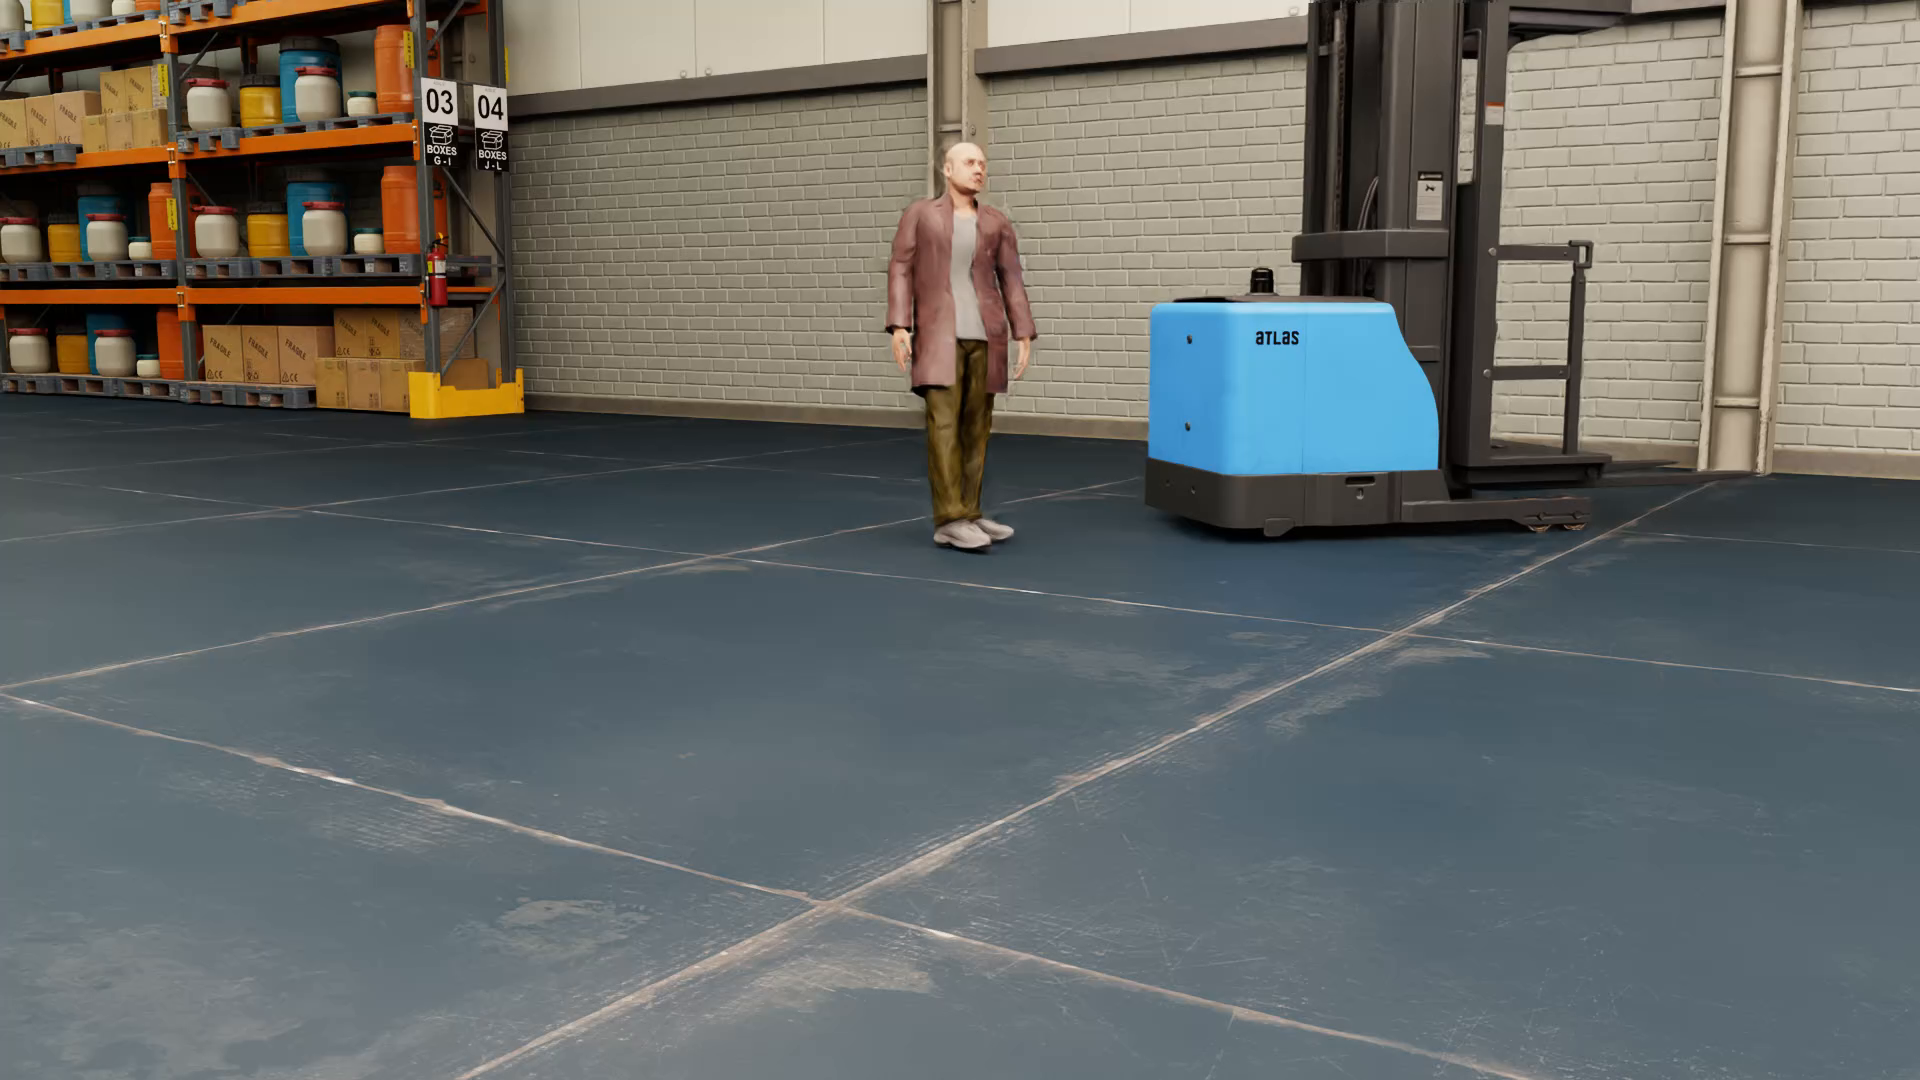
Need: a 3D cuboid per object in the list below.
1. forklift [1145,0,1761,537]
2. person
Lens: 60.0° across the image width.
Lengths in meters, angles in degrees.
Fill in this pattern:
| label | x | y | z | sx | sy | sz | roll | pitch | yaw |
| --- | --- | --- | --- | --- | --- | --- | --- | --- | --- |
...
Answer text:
| label | x | y | z | sx | sy | sz | roll | pitch | yaw |
| --- | --- | --- | --- | --- | --- | --- | --- | --- | --- |
| forklift | 2.502 | -1.555 | 8.131 | 3.031 | 2.935 | 1.130 | -2 | 8 | -16 |
| person | 0.043 | -0.867 | 7.339 | 0.700 | 1.776 | 0.671 | -2 | 8 | -16 |
